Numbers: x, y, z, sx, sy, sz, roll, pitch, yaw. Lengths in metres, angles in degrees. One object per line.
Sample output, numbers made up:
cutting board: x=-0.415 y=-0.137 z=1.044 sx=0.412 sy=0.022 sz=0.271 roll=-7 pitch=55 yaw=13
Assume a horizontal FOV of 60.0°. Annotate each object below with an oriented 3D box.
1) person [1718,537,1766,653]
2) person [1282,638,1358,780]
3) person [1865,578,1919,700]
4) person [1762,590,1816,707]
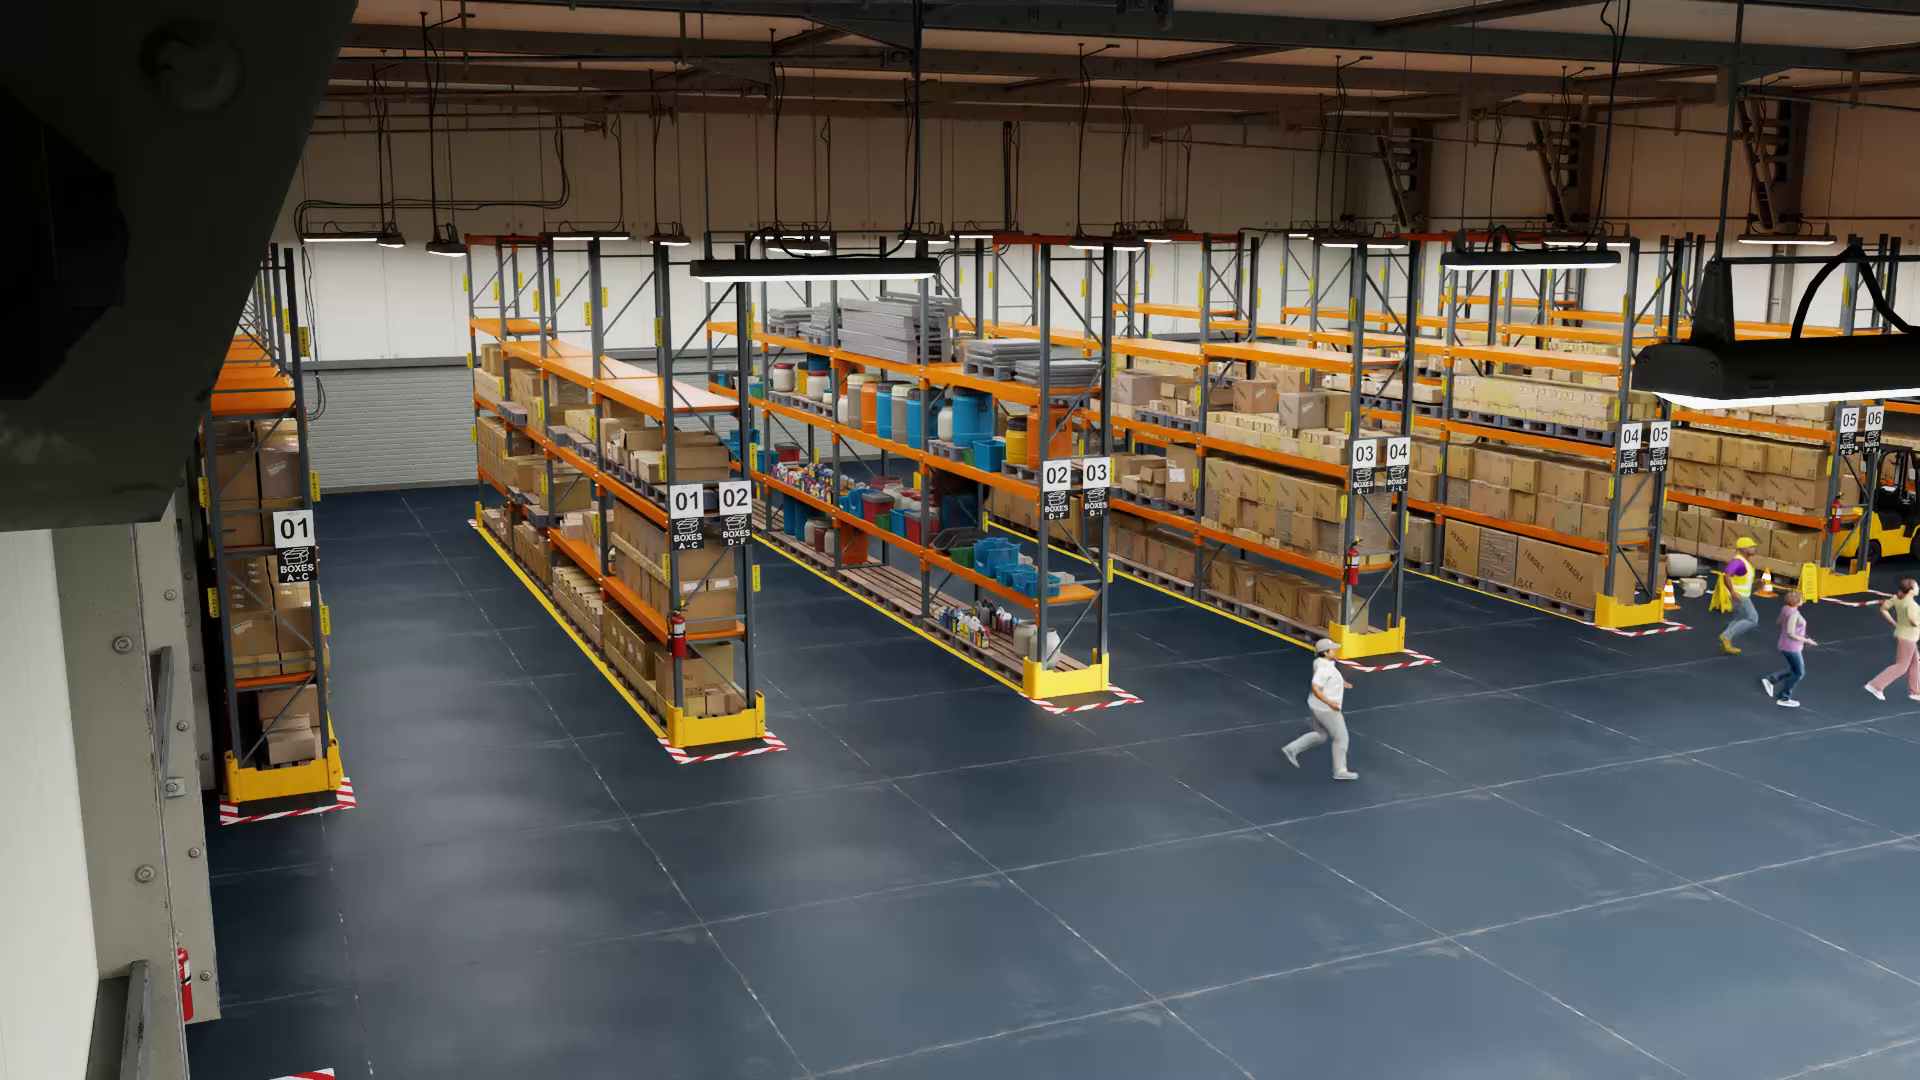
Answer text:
person: x=11.482 y=0.812 z=24.362 sx=0.574 sy=1.728 sz=0.706 roll=5 pitch=12 yaw=26
person: x=4.129 y=1.917 z=18.916 sx=0.862 sy=1.638 sz=0.619 roll=0 pitch=11 yaw=1
person: x=12.384 y=1.316 z=21.781 sx=0.908 sy=1.664 sz=0.580 roll=1 pitch=11 yaw=6
person: x=10.857 y=1.416 z=21.752 sx=0.560 sy=1.550 sz=0.532 roll=3 pitch=11 yaw=15
